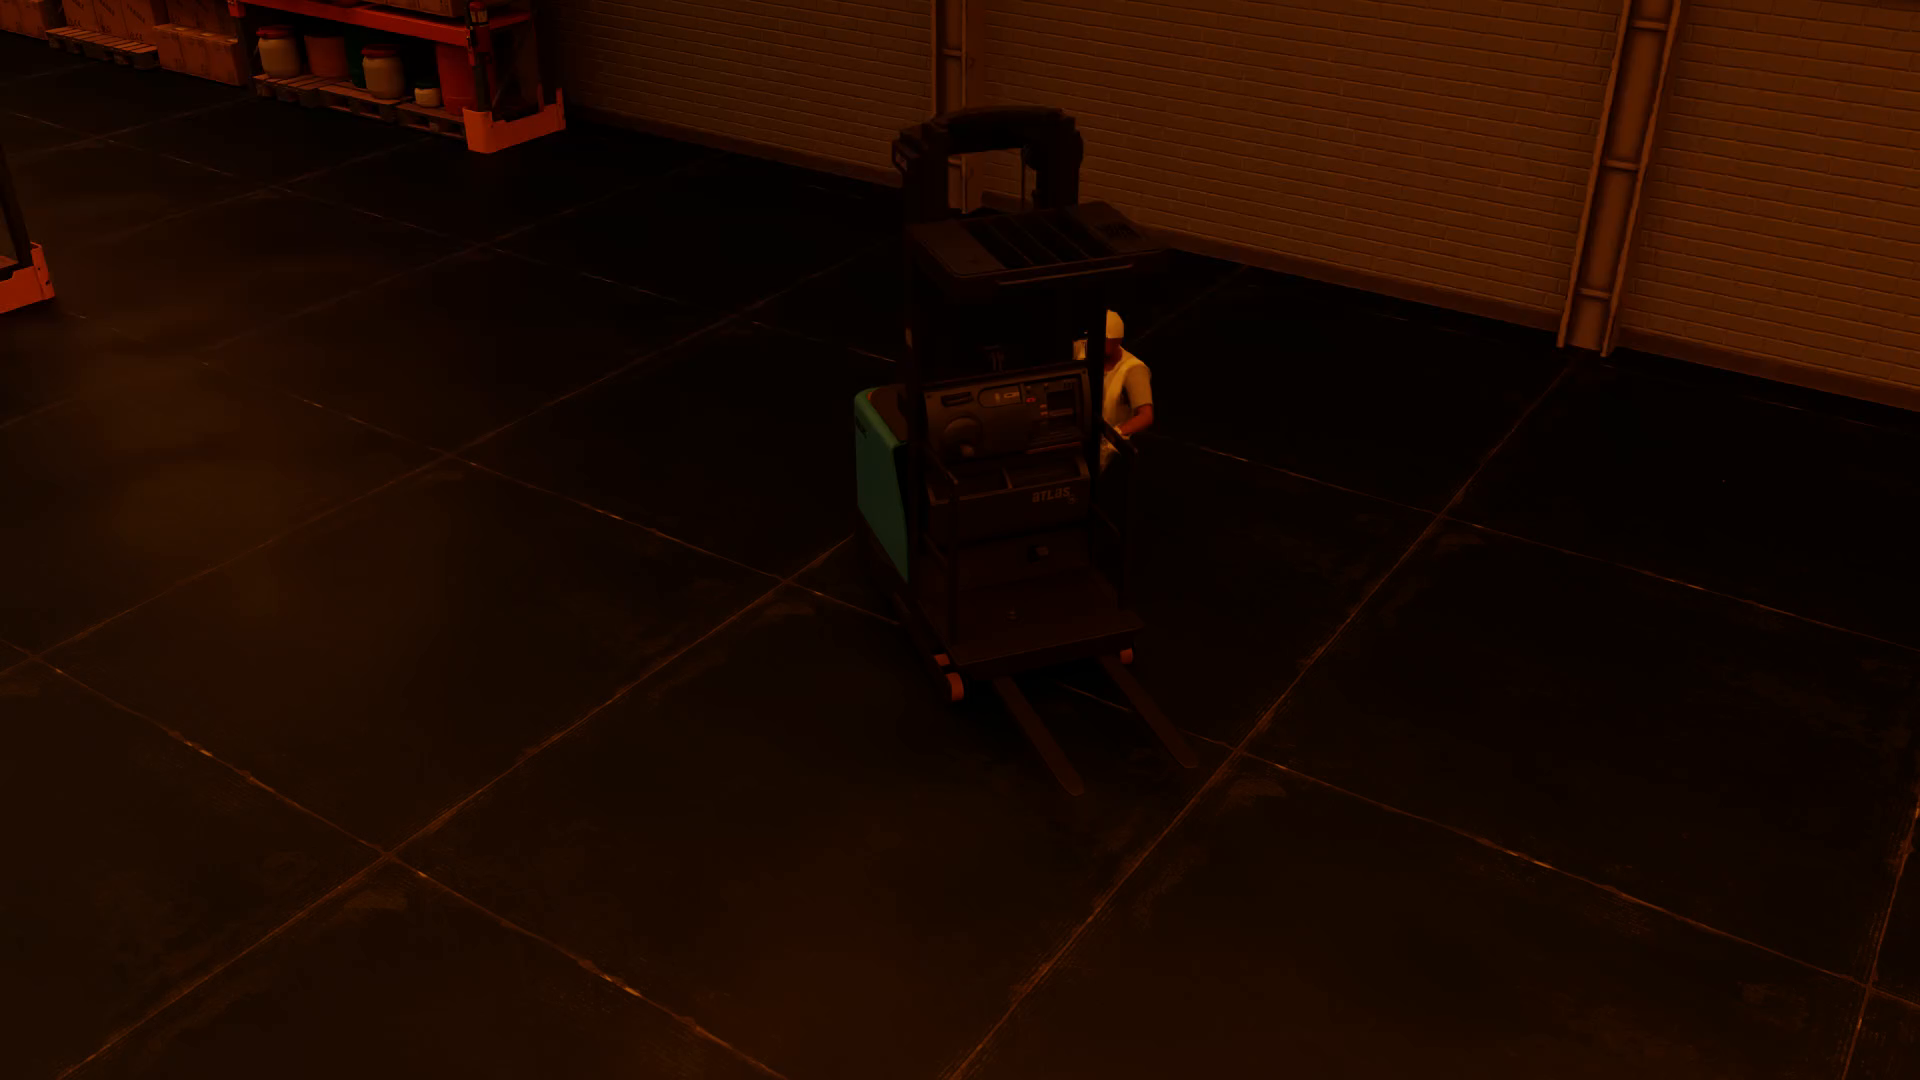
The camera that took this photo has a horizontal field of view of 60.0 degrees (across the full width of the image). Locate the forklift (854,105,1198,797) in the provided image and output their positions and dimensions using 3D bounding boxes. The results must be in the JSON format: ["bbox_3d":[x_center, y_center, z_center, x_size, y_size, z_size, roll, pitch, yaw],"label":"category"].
[{"bbox_3d":[0.336,-0.622,8.653,1.130,2.935,3.031,-10,32,-17],"label":"forklift"}]

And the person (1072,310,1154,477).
[{"bbox_3d":[0.688,-0.602,10.024,0.923,1.540,0.885,19,35,29],"label":"person"}]
